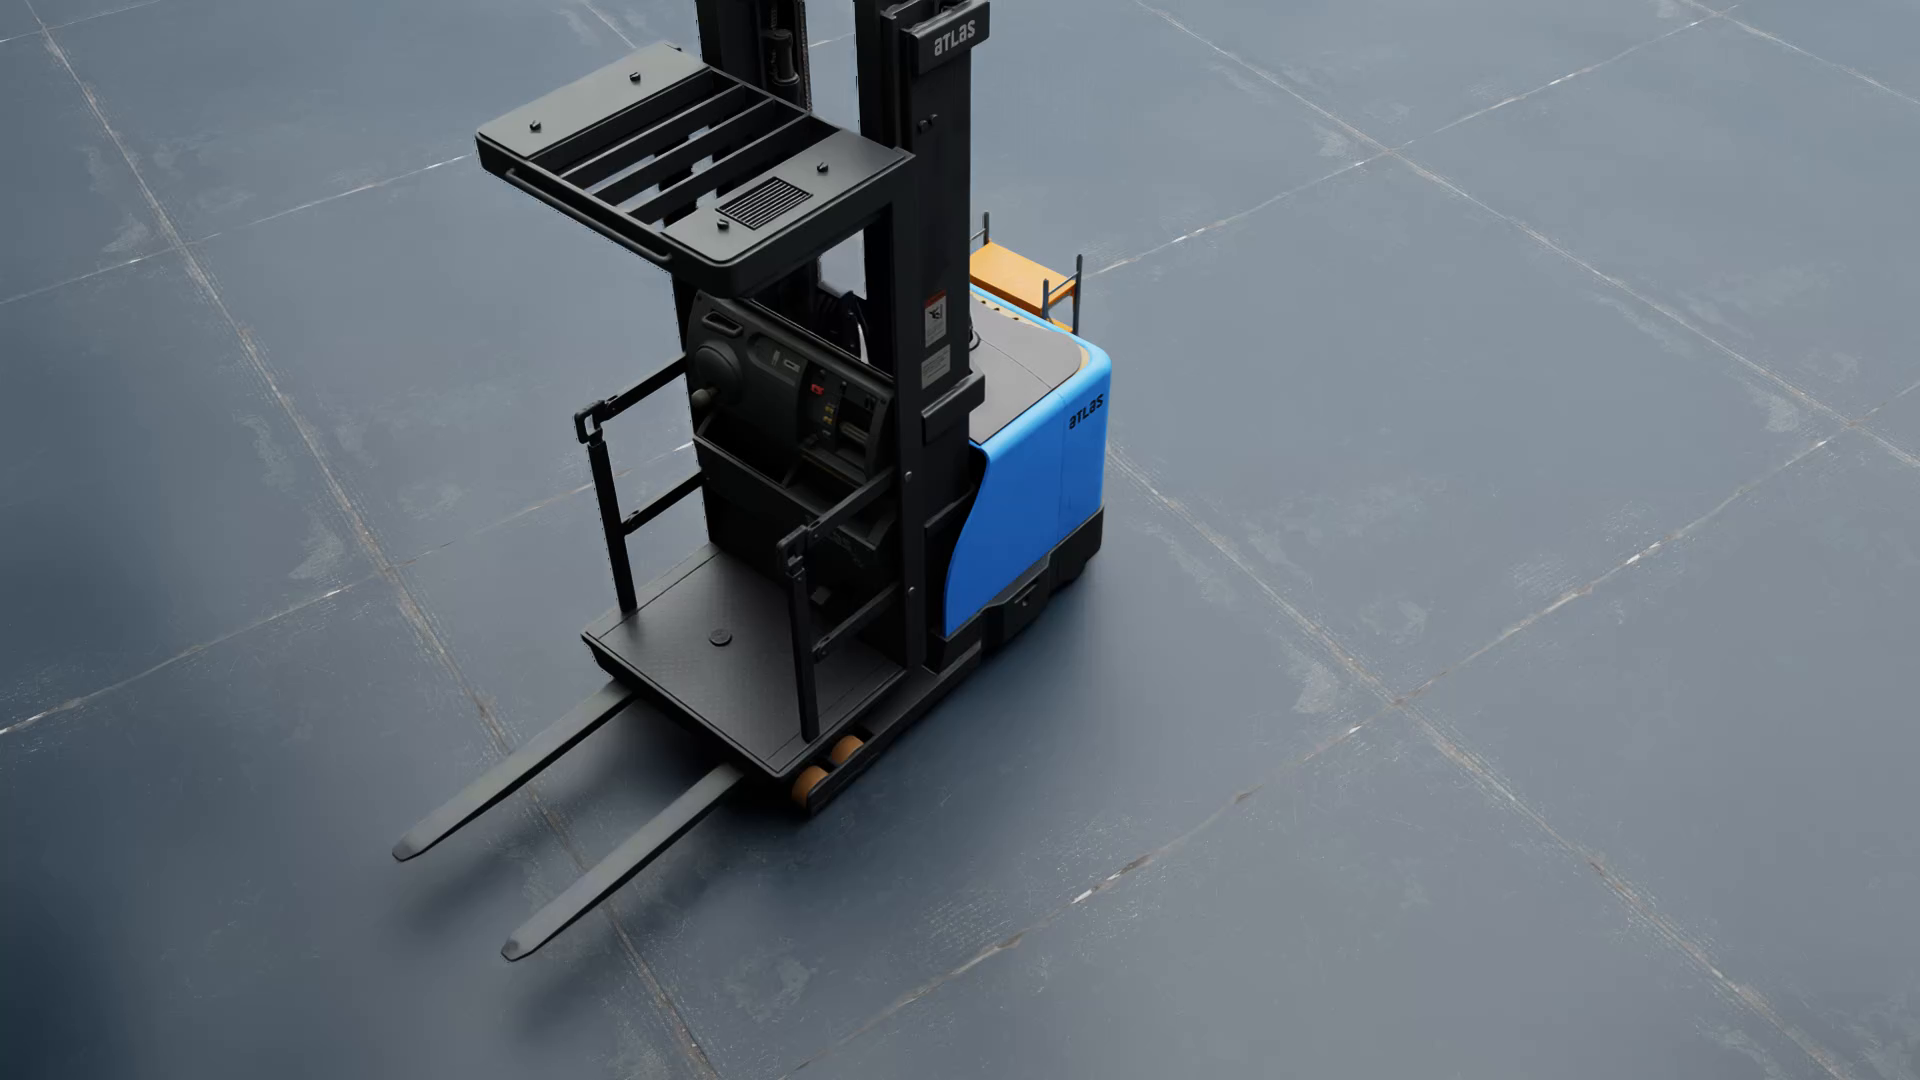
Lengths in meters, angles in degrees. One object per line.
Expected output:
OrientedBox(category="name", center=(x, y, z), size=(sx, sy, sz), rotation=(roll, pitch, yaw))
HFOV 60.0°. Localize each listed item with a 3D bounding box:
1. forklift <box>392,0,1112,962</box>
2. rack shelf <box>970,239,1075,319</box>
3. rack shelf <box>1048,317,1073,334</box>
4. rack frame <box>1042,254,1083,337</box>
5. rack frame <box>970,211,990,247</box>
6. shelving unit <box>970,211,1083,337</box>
OrientedBox(category="forklift", center=(-0.737, -0.453, 5.593), size=(1.130, 2.935, 3.031), rotation=(31, 52, 28))
OrientedBox(category="rack shelf", center=(0.227, -1.050, 6.903), size=(0.480, 0.148, 0.258), rotation=(30, 51, 28))
OrientedBox(category="rack shelf", center=(0.227, -0.879, 7.066), size=(0.480, 0.148, 0.258), rotation=(30, 51, 28))
OrientedBox(category="rack frame", center=(0.413, -0.657, 7.060), size=(0.015, 1.200, 0.240), rotation=(30, 51, 28))
OrientedBox(category="rack frame", center=(0.041, -0.875, 7.288), size=(0.015, 1.200, 0.240), rotation=(30, 51, 28))
OrientedBox(category="shelving unit", center=(0.227, -0.766, 7.174), size=(0.503, 1.200, 0.258), rotation=(30, 51, 28))
